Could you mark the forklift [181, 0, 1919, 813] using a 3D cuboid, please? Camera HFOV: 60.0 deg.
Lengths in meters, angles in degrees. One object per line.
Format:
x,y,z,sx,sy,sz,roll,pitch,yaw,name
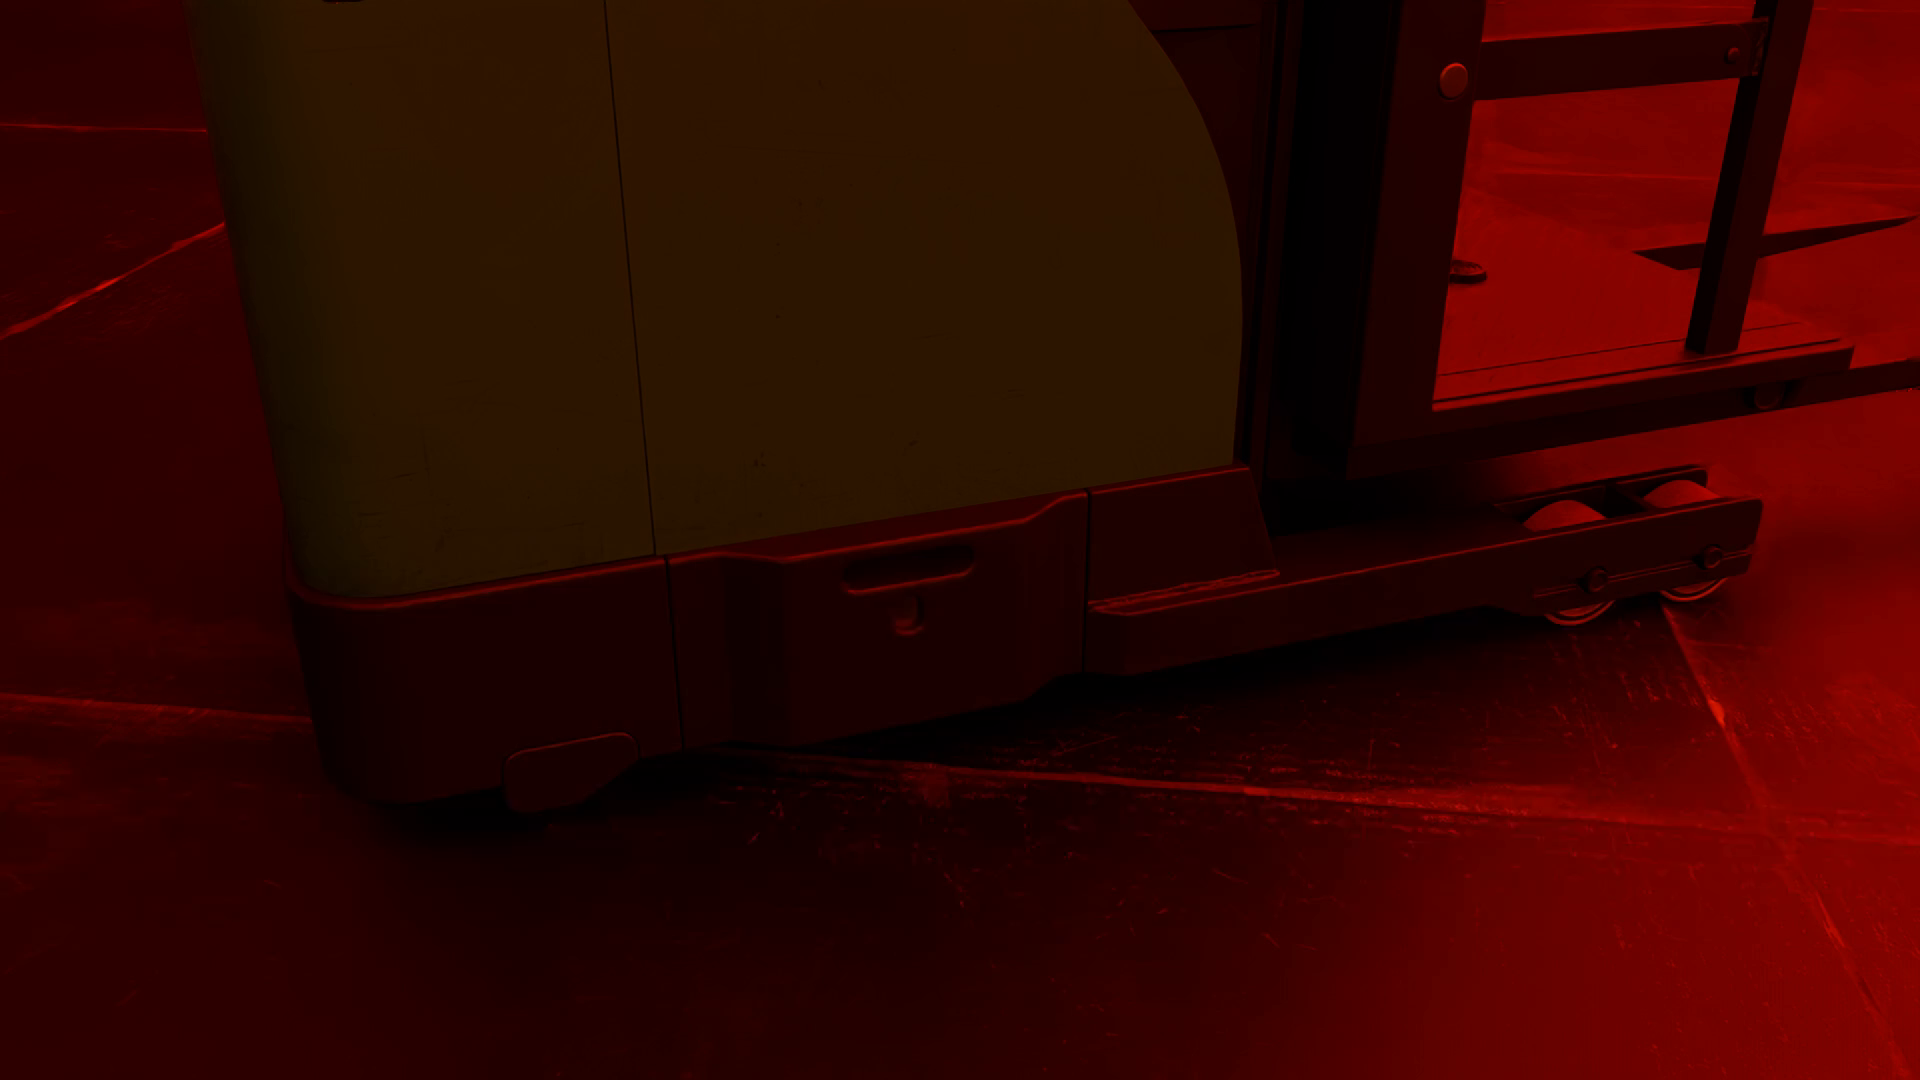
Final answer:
0.572,-1.406,2.035,3.031,2.935,1.130,-9,28,-18,forklift
